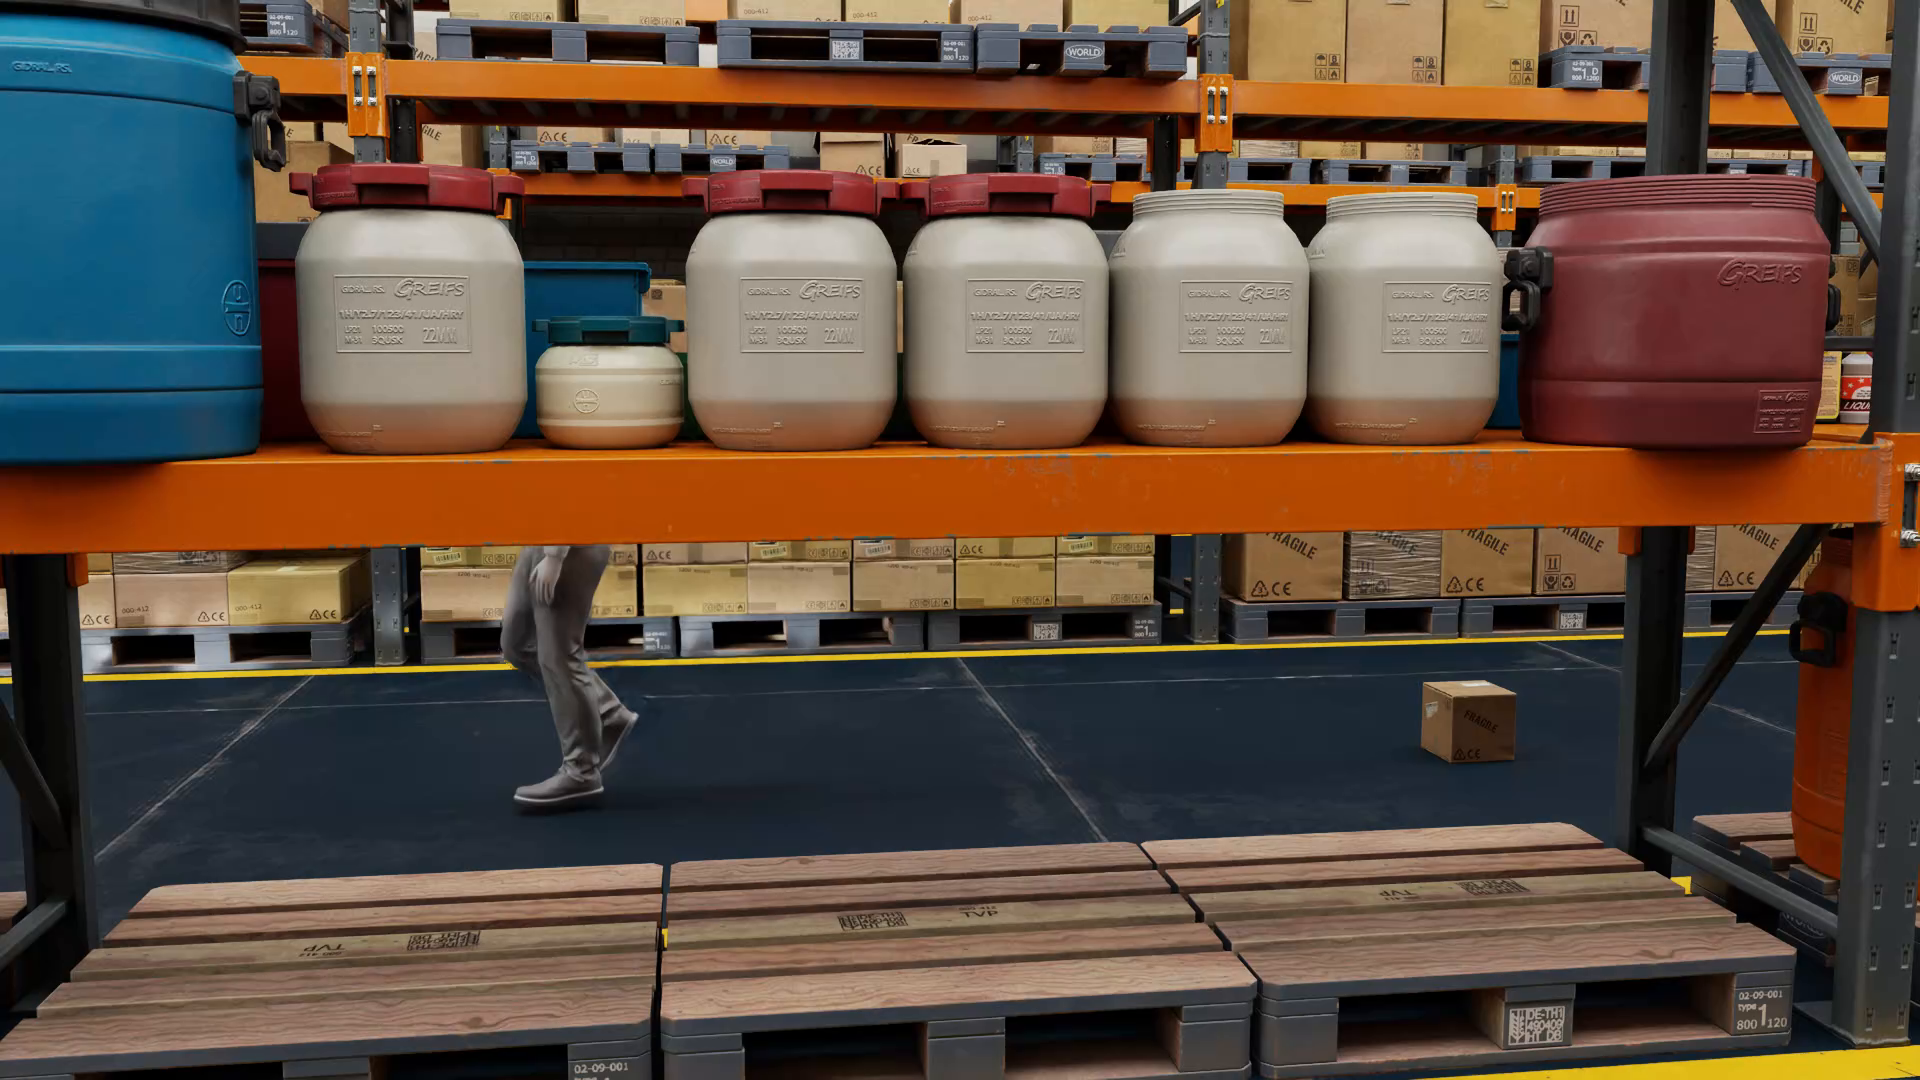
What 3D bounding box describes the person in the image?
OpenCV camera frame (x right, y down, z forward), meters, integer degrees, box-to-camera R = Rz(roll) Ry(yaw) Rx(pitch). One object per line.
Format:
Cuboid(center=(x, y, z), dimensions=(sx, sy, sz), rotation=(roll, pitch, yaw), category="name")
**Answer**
Cuboid(center=(-1.273, 0.014, 5.392), dimensions=(0.448, 1.682, 0.486), rotation=(-2, 7, -15), category="person")
